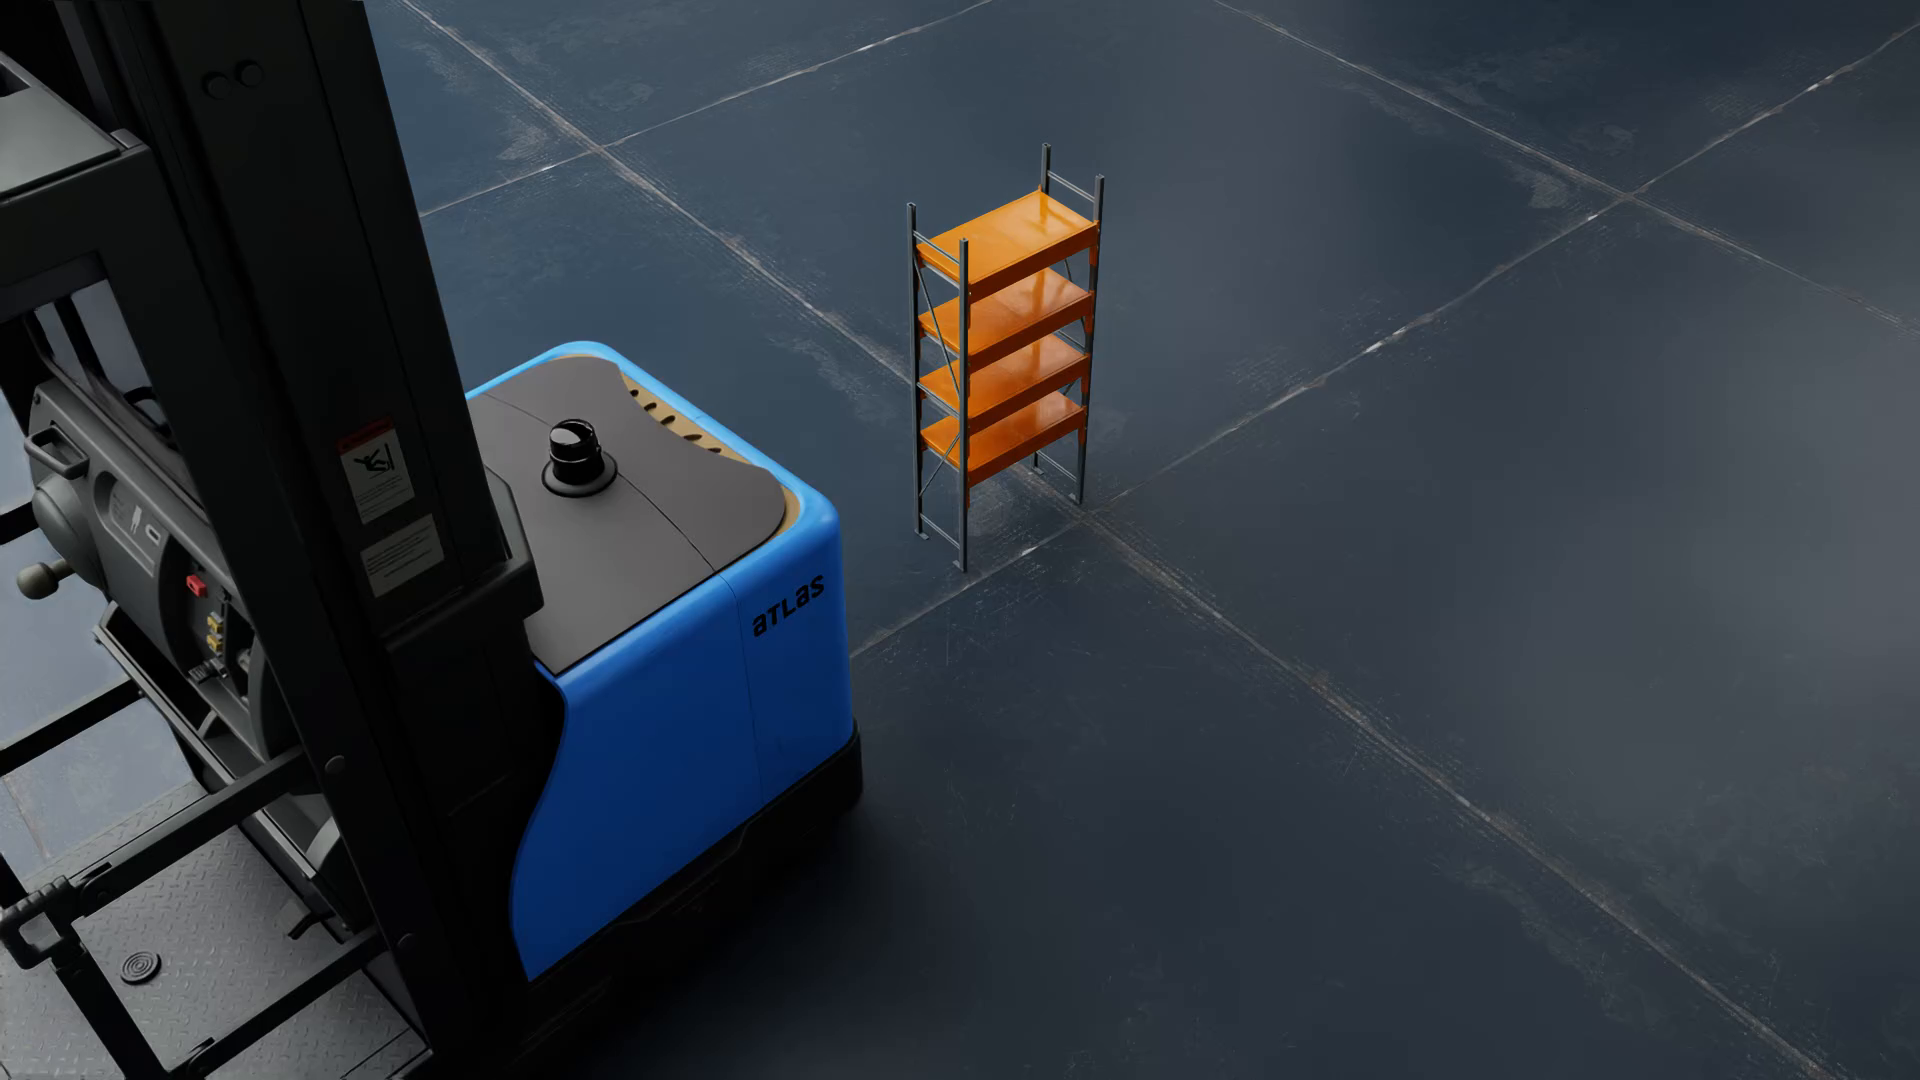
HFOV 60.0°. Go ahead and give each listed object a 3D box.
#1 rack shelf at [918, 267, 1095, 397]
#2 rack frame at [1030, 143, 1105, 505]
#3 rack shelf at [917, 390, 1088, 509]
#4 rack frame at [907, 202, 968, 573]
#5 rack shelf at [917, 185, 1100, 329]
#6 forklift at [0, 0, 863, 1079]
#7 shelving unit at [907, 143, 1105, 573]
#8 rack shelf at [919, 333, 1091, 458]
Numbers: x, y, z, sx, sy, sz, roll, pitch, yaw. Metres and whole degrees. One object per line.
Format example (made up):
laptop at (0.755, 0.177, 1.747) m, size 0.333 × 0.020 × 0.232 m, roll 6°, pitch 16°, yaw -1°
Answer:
rack shelf at (0.127, -0.624, 4.810) m, size 0.480 × 0.148 × 0.258 m, roll -30°, pitch 51°, yaw -28°
rack frame at (0.314, -0.617, 5.031) m, size 0.015 × 1.200 × 0.240 m, roll -30°, pitch 51°, yaw -28°
rack shelf at (0.127, -0.316, 5.099) m, size 0.480 × 0.148 × 0.258 m, roll -30°, pitch 51°, yaw -28°
rack frame at (-0.060, -0.403, 4.803) m, size 0.015 × 1.200 × 0.240 m, roll -30°, pitch 51°, yaw -28°
rack shelf at (0.127, -0.797, 4.648) m, size 0.480 × 0.148 × 0.258 m, roll -30°, pitch 51°, yaw -28°
forklift at (-1.650, 0.130, 2.971) m, size 1.130 × 2.935 × 3.031 m, roll 34°, pitch 53°, yaw 31°
shelving unit at (0.127, -0.510, 4.917) m, size 0.503 × 1.200 × 0.258 m, roll -30°, pitch 51°, yaw -28°
rack shelf at (0.127, -0.461, 4.963) m, size 0.480 × 0.148 × 0.258 m, roll -30°, pitch 51°, yaw -28°
